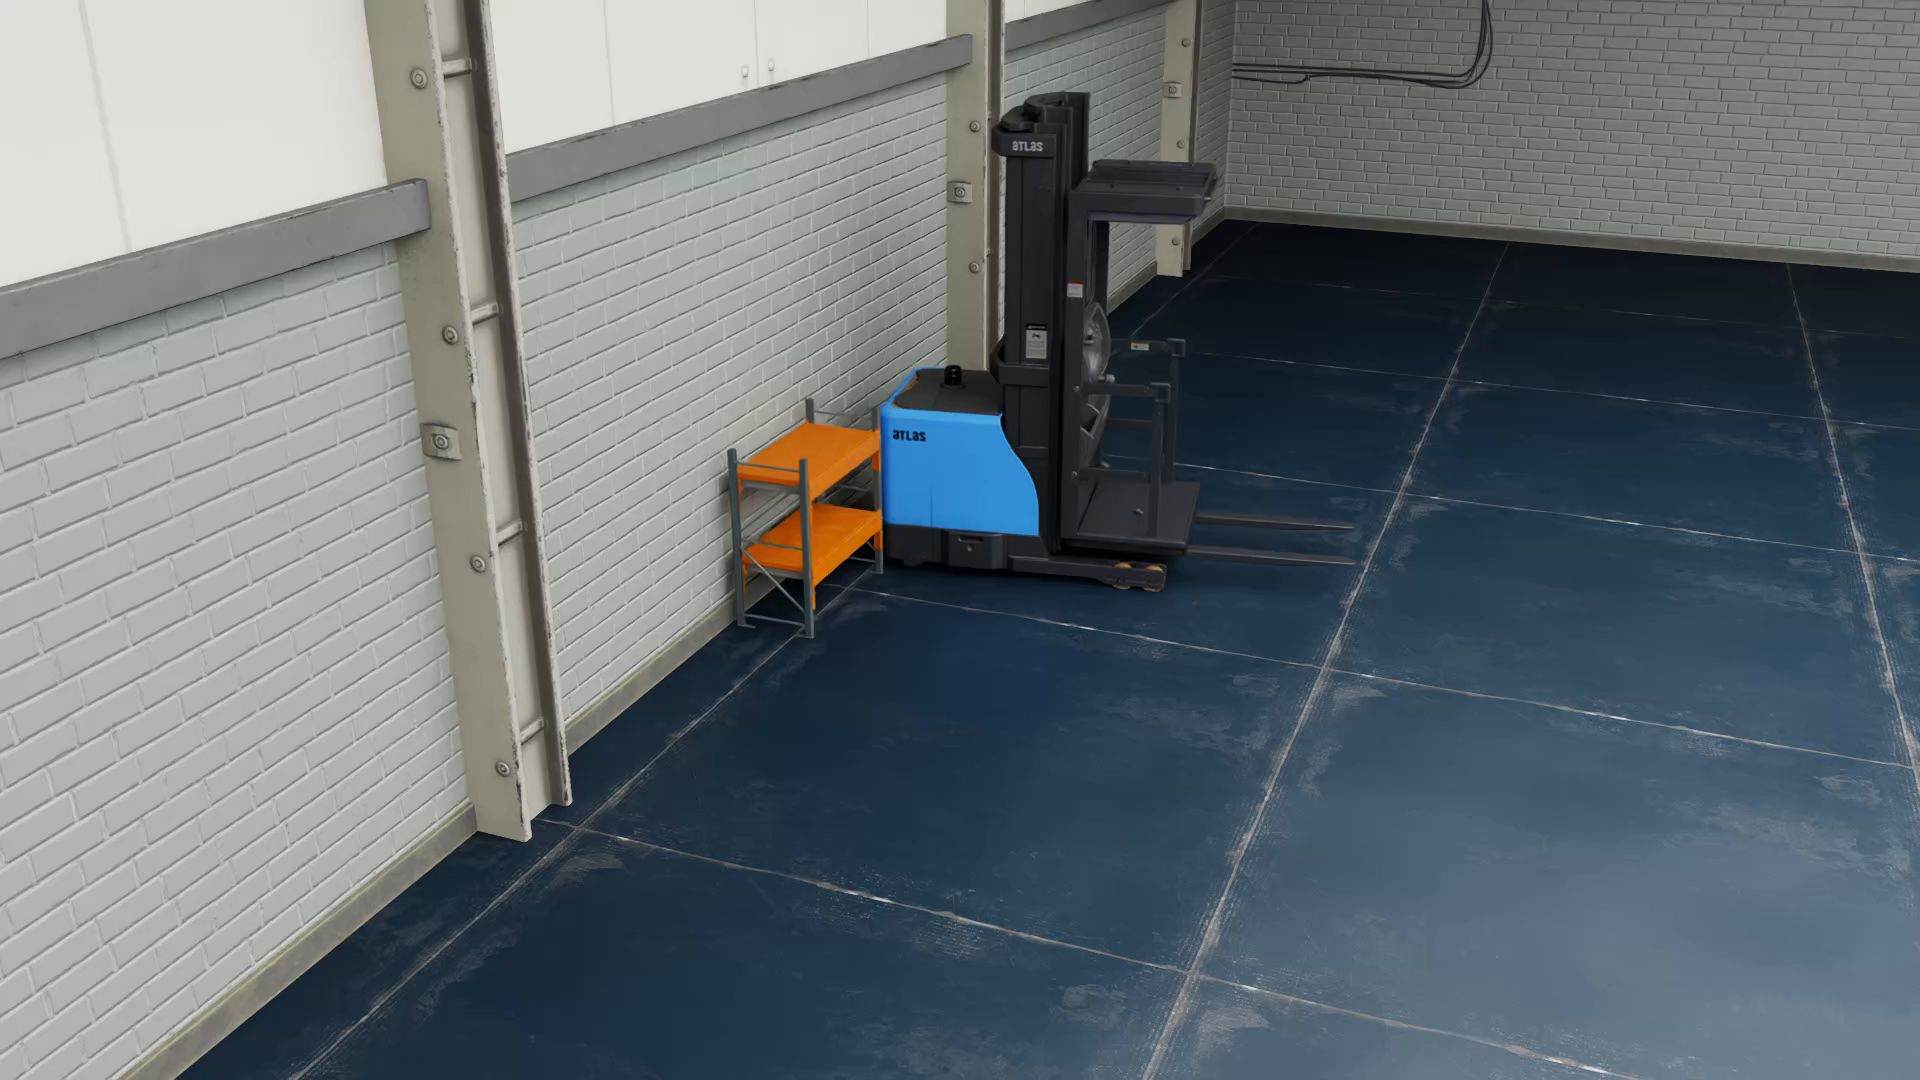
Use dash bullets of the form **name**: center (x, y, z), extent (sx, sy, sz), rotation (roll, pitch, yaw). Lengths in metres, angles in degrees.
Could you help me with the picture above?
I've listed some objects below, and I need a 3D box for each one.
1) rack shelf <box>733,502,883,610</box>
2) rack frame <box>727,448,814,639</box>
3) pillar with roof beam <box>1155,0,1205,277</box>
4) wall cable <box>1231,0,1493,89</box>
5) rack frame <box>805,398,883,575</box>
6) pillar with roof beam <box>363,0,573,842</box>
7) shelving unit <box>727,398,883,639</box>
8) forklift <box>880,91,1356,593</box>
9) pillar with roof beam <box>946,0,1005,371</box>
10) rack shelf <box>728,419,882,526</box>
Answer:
- **rack shelf**: center (-0.918, 0.072, 10.253), extent (0.538, 0.278, 1.000), rotation (9, 24, 20)
- **rack frame**: center (-1.102, 0.029, 9.722), extent (0.500, 1.125, 0.032), rotation (9, 24, 20)
- **pillar with roof beam**: center (6.336, -6.499, 15.132), extent (9.100, 9.000, 0.400), rotation (9, 24, 20)
- **wall cable**: center (4.661, -6.547, 19.277), extent (3.097, 2.526, 0.112), rotation (9, 24, 20)
- **rack frame**: center (-0.733, -0.336, 10.596), extent (0.500, 1.125, 0.032), rotation (9, 24, 20)
- **pillar with roof beam**: center (1.879, -2.204, 4.852), extent (9.100, 9.000, 0.400), rotation (9, 24, 20)
- **shelving unit**: center (-0.918, -0.154, 10.159), extent (0.538, 1.125, 1.048), rotation (9, 24, 20)
- **forklift**: center (1.046, -1.246, 10.430), extent (3.031, 2.935, 1.130), rotation (5, 23, 11)
- **pillar with roof beam**: center (4.108, -4.351, 9.992), extent (9.100, 9.000, 0.400), rotation (9, 24, 20)
- **rack shelf**: center (-0.918, -0.424, 10.046), extent (0.538, 0.278, 1.000), rotation (9, 24, 20)
